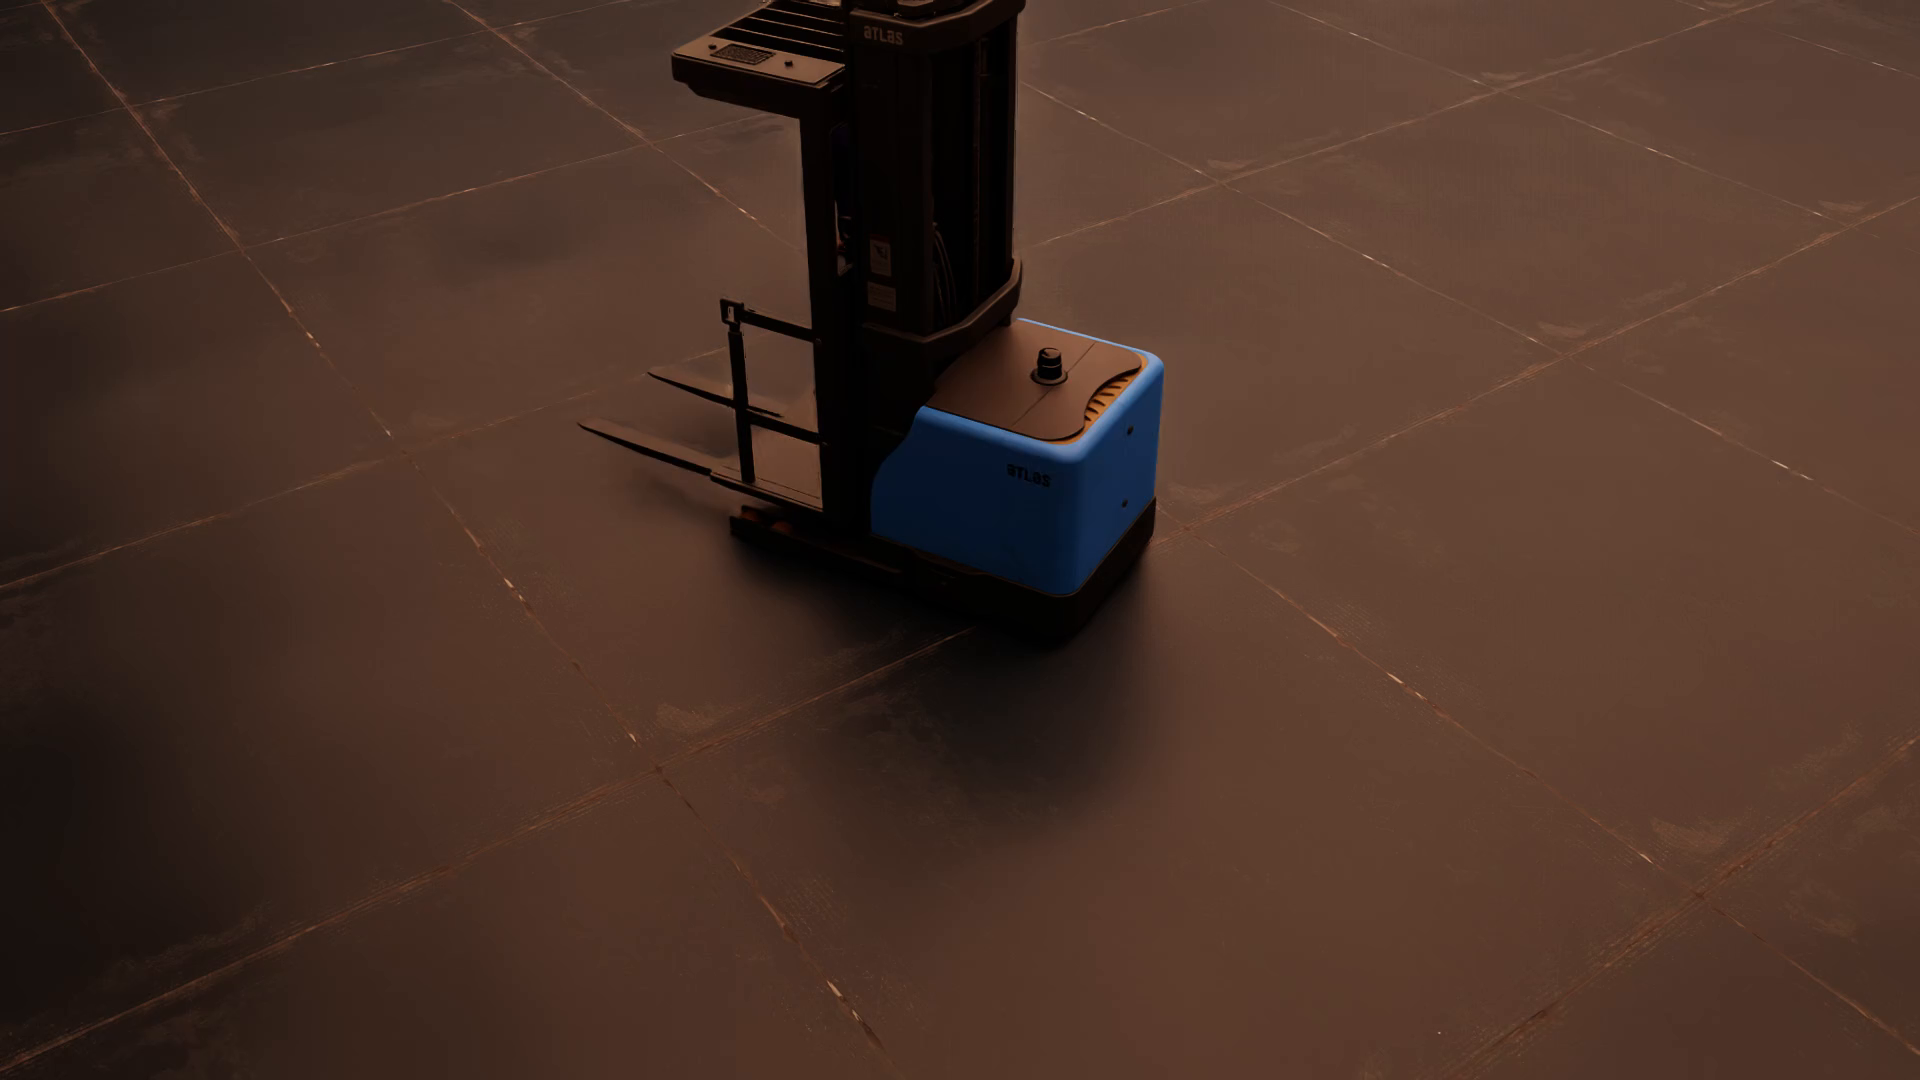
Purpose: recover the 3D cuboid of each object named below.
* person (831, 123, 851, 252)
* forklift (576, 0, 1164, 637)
[{"bbox_3d":[-0.703,-2.600,10.529,0.596,1.650,0.502,-22,42,-26],"label":"person"},{"bbox_3d":[-0.569,-1.359,7.783,3.031,2.935,1.130,18,40,23],"label":"forklift"}]
